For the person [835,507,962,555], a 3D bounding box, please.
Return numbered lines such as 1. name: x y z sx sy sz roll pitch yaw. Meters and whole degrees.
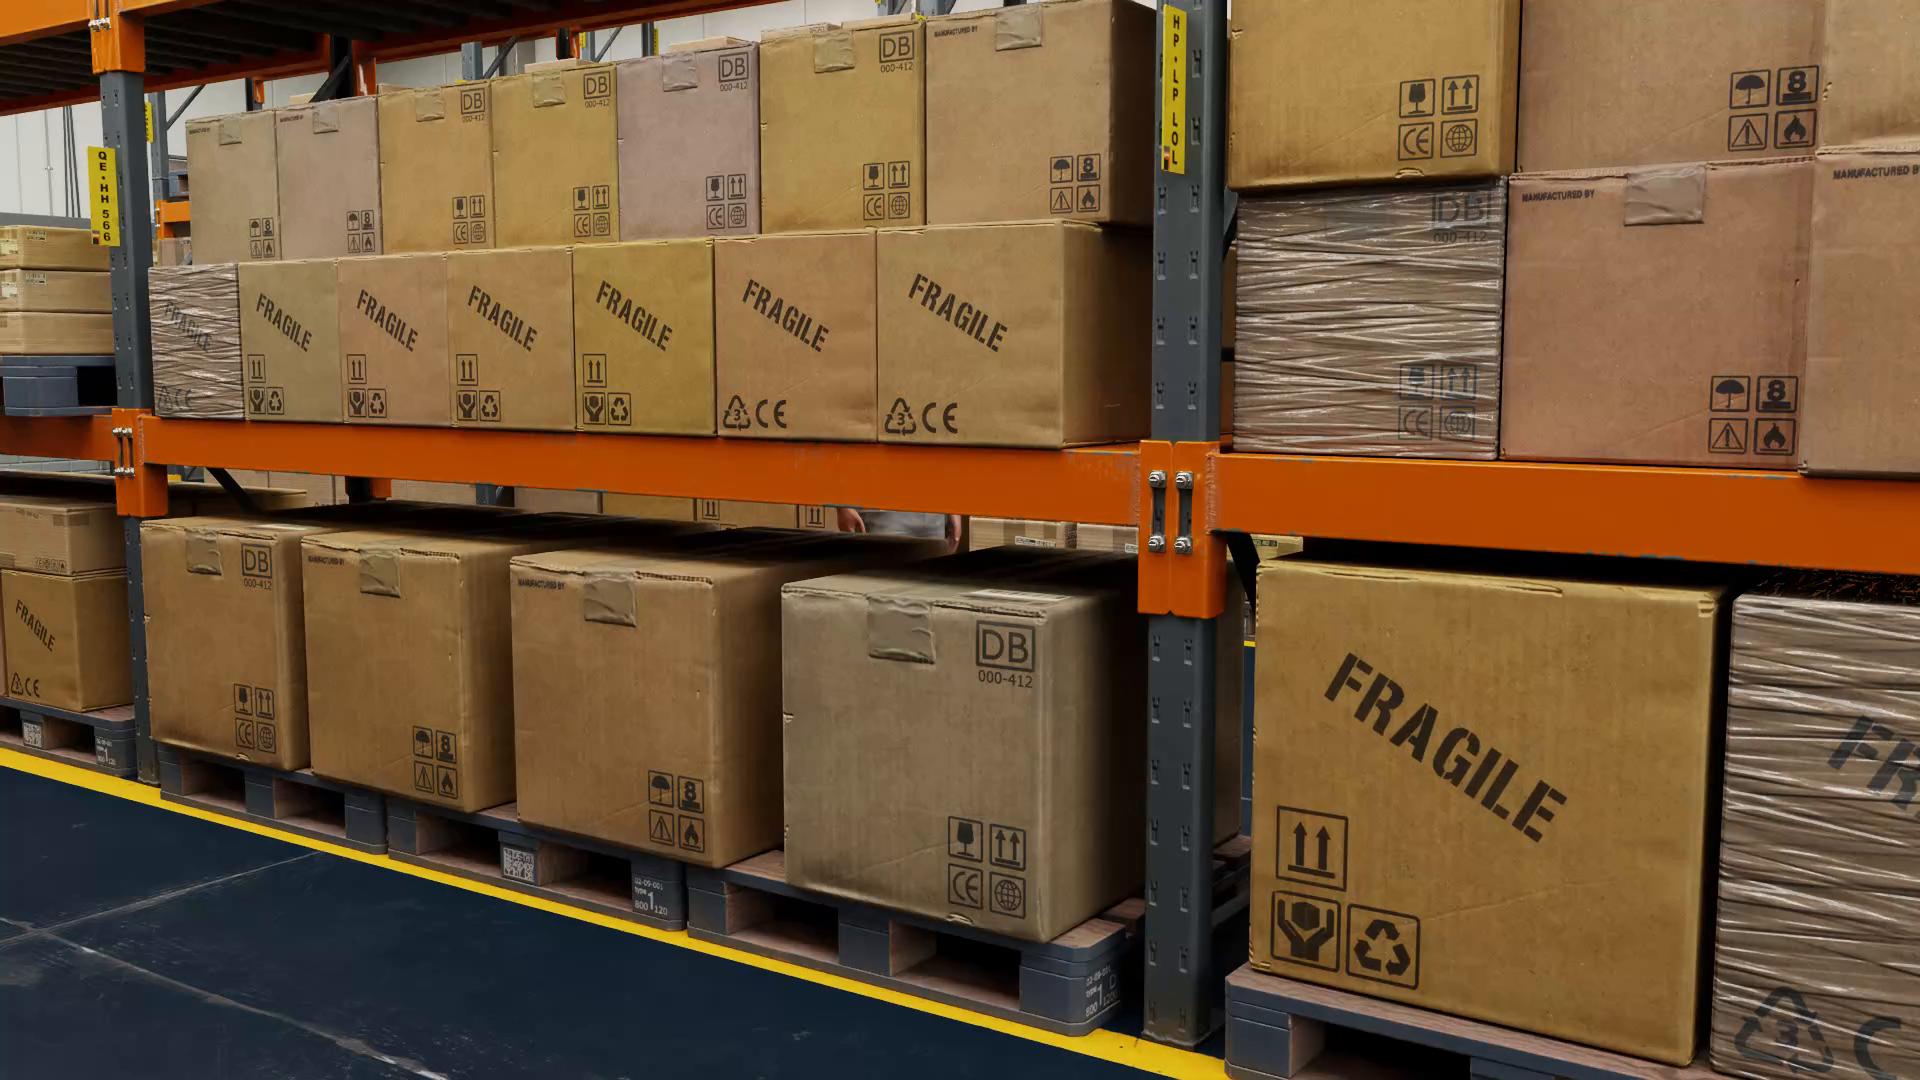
1. person: -0.201 -0.094 6.383 0.640 1.781 0.575 -6 9 -44
